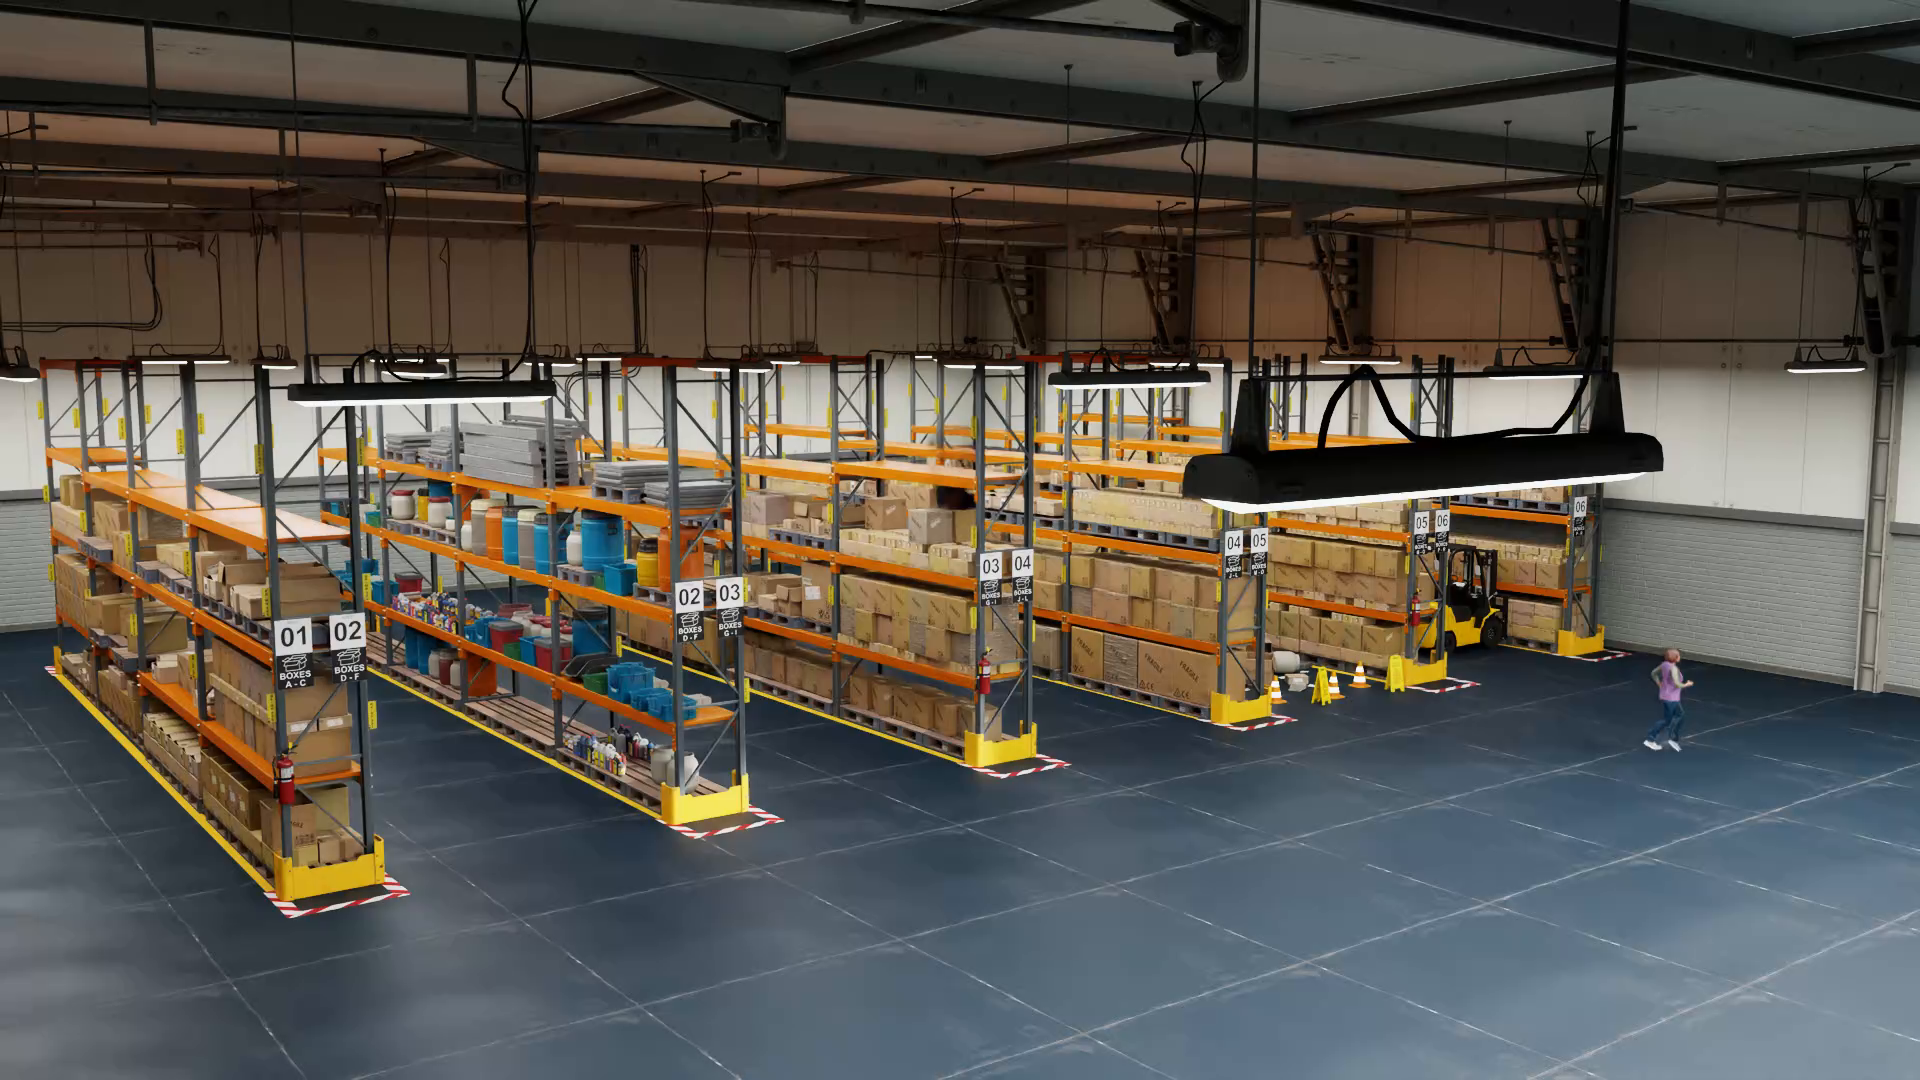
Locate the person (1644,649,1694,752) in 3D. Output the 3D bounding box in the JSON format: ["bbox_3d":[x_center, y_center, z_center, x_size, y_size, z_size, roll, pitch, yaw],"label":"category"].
[{"bbox_3d":[10.895,2.475,25.550,0.671,1.640,0.585,1,7,9],"label":"person"}]
